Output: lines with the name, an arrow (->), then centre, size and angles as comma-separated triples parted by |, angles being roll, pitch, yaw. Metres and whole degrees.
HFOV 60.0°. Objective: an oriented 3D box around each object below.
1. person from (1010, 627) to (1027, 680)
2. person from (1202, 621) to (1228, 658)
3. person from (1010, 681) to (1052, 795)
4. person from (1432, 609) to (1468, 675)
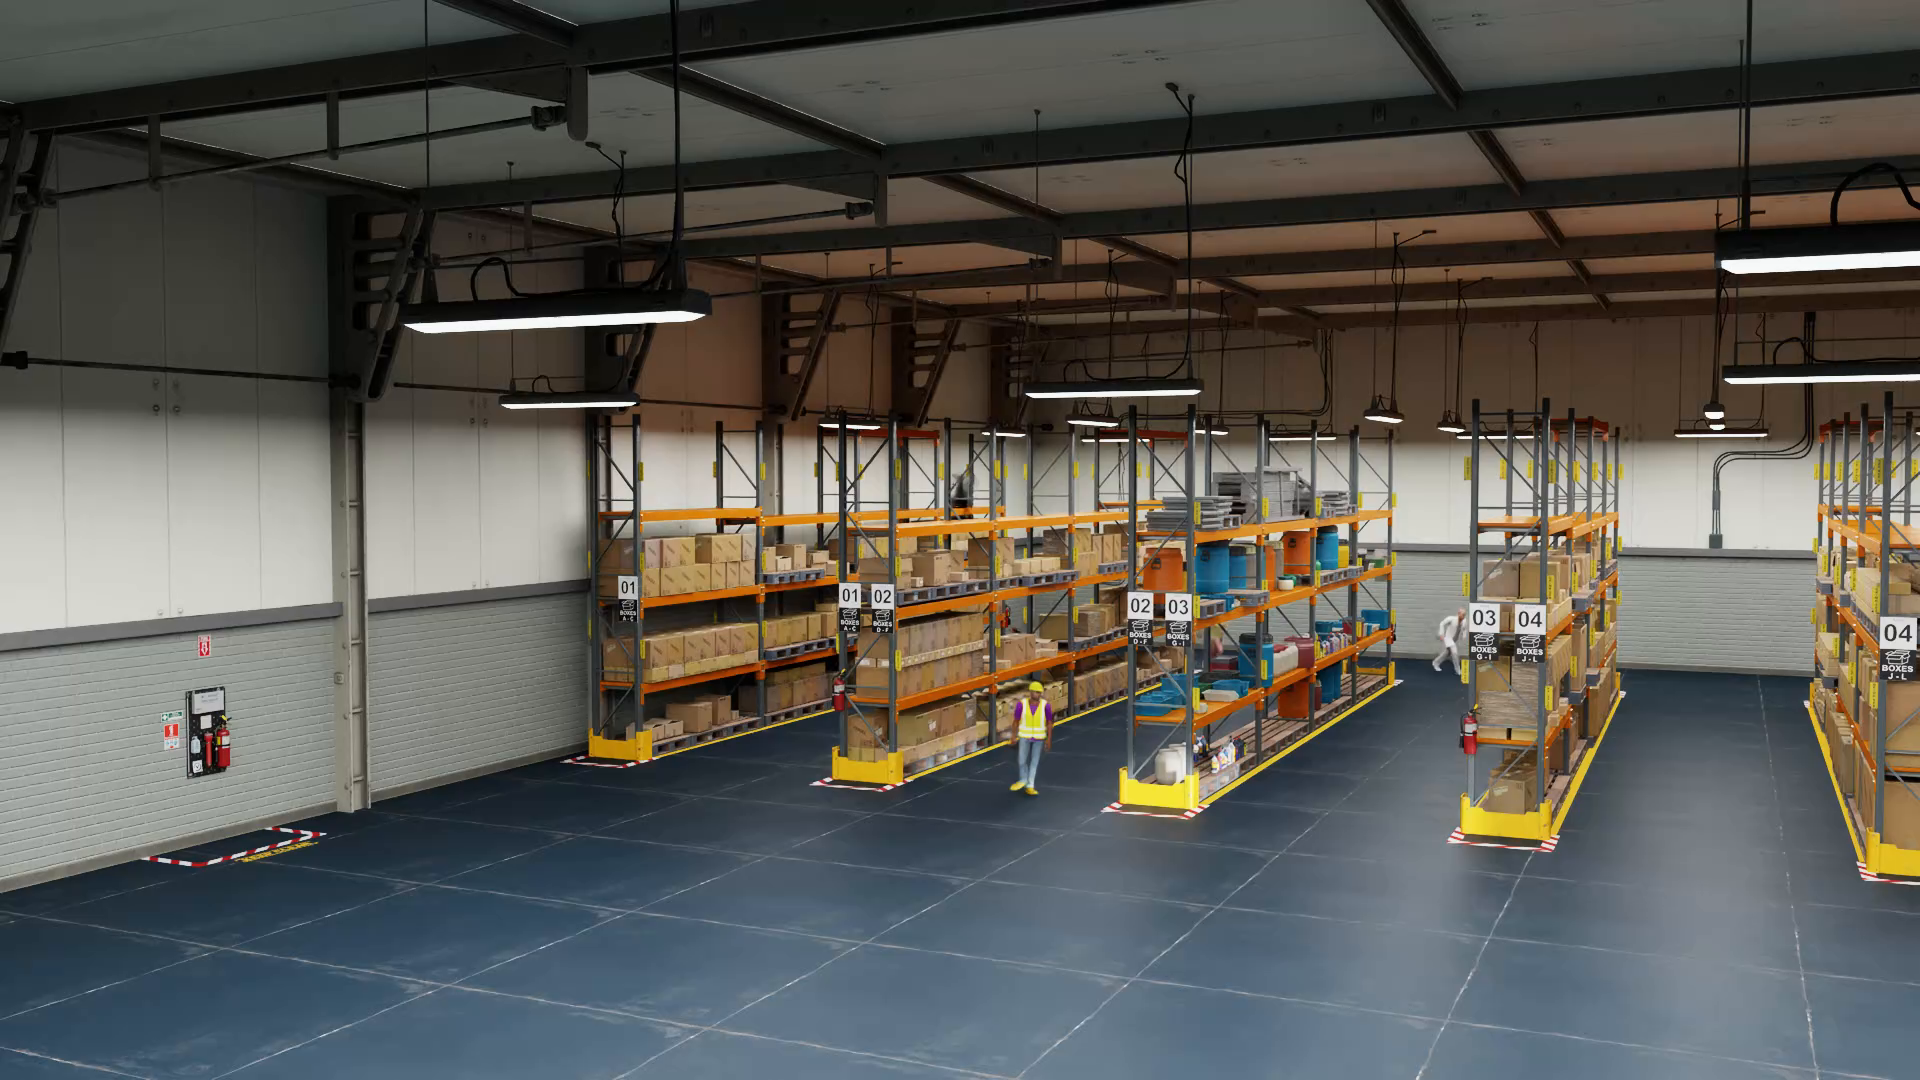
person -> 1.441, 2.708, 38.552 | 0.553, 1.431, 0.843 | 2, 3, 36
person -> 6.413, 2.478, 41.777 | 0.559, 1.685, 0.862 | -1, 3, -29
person -> 1.098, 3.051, 25.615 | 0.646, 1.754, 0.450 | 0, 2, -5
person -> 12.102, 2.563, 41.096 | 0.724, 1.457, 1.142 | -1, 3, -22
